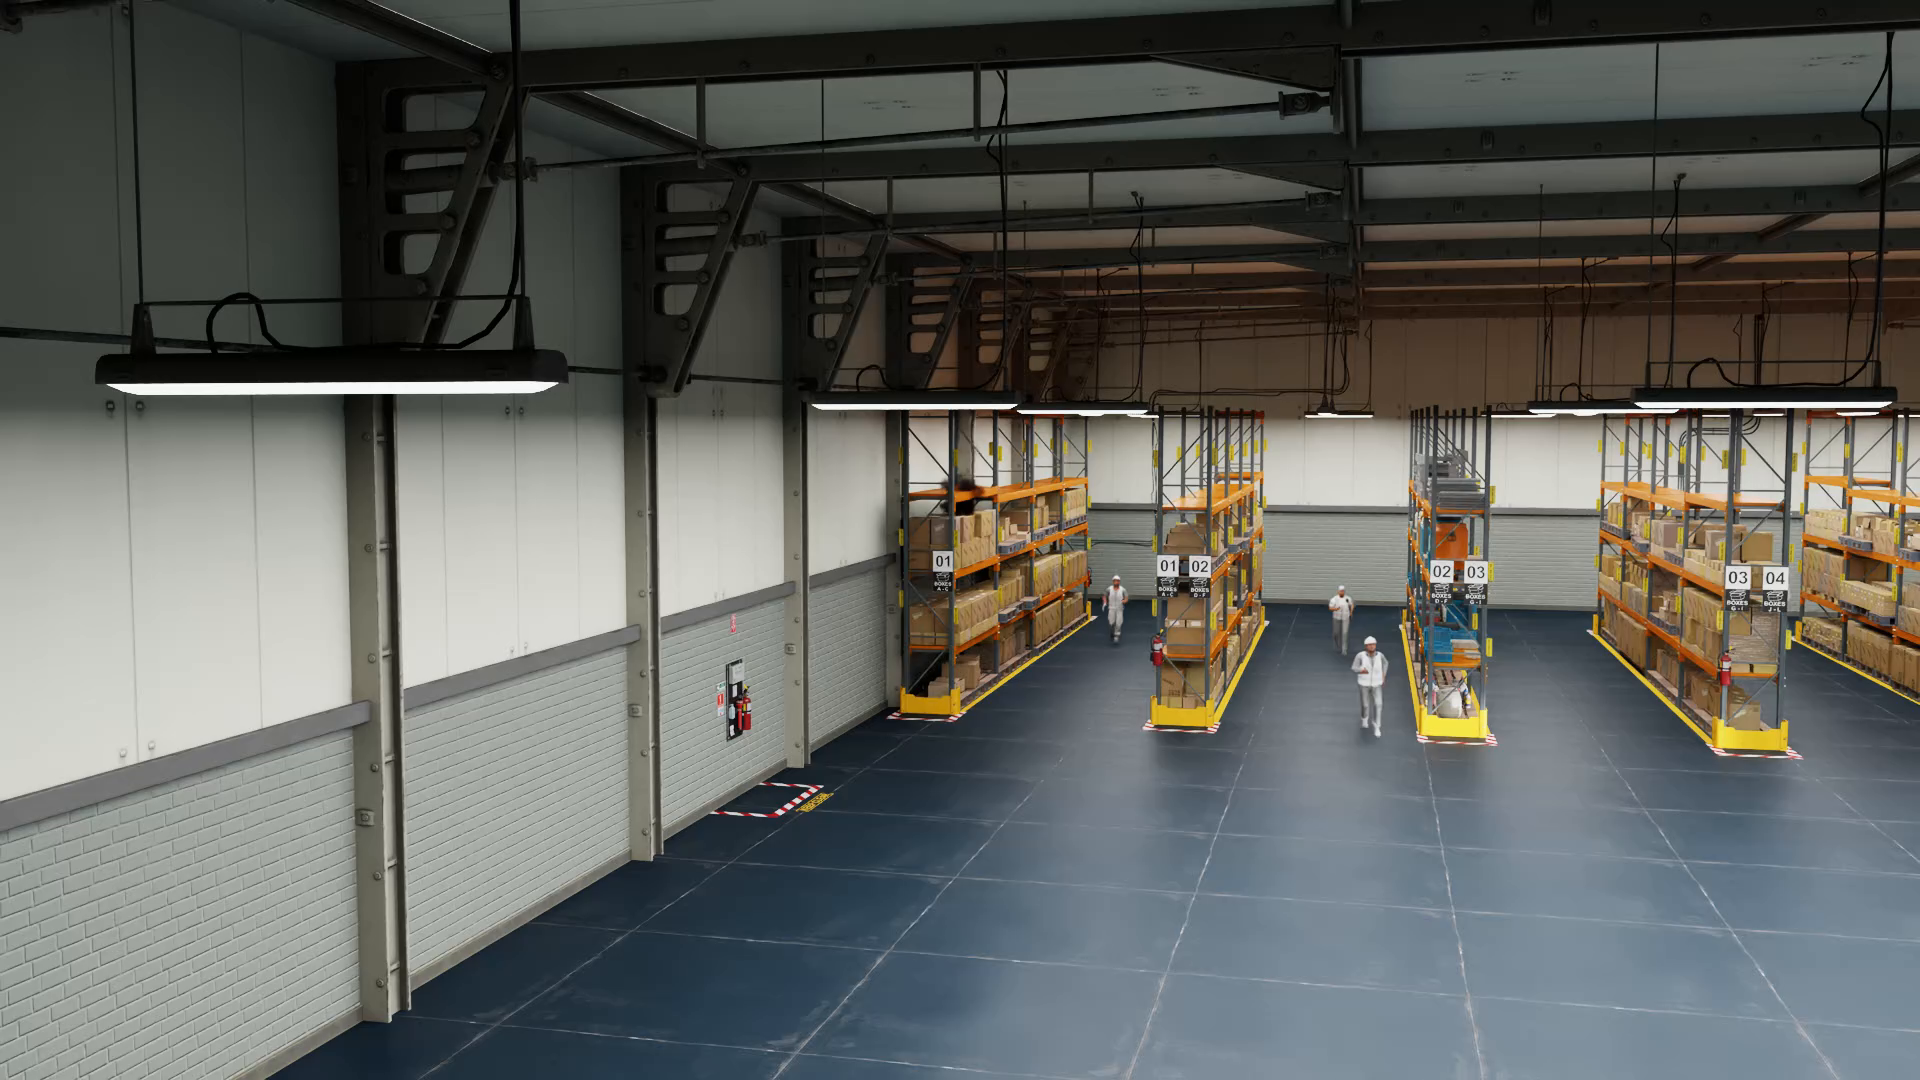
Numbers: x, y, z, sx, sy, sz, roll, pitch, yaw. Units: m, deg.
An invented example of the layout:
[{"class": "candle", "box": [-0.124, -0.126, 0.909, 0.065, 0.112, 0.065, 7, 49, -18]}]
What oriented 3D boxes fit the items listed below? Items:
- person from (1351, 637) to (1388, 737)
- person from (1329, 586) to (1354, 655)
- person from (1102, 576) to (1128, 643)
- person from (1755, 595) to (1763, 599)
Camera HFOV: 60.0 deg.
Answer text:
[{"class": "person", "box": [7.513, 2.661, 30.490, 0.681, 1.809, 0.887, 1, 4, 7]}, {"class": "person", "box": [9.353, 1.951, 40.780, 0.607, 1.651, 0.899, 1, 4, 11]}, {"class": "person", "box": [3.977, 1.788, 42.530, 0.664, 1.739, 0.603, 0, 4, 4]}, {"class": "person", "box": [21.301, 1.769, 44.256, 0.791, 1.583, 0.566, 0, 4, 0]}]
